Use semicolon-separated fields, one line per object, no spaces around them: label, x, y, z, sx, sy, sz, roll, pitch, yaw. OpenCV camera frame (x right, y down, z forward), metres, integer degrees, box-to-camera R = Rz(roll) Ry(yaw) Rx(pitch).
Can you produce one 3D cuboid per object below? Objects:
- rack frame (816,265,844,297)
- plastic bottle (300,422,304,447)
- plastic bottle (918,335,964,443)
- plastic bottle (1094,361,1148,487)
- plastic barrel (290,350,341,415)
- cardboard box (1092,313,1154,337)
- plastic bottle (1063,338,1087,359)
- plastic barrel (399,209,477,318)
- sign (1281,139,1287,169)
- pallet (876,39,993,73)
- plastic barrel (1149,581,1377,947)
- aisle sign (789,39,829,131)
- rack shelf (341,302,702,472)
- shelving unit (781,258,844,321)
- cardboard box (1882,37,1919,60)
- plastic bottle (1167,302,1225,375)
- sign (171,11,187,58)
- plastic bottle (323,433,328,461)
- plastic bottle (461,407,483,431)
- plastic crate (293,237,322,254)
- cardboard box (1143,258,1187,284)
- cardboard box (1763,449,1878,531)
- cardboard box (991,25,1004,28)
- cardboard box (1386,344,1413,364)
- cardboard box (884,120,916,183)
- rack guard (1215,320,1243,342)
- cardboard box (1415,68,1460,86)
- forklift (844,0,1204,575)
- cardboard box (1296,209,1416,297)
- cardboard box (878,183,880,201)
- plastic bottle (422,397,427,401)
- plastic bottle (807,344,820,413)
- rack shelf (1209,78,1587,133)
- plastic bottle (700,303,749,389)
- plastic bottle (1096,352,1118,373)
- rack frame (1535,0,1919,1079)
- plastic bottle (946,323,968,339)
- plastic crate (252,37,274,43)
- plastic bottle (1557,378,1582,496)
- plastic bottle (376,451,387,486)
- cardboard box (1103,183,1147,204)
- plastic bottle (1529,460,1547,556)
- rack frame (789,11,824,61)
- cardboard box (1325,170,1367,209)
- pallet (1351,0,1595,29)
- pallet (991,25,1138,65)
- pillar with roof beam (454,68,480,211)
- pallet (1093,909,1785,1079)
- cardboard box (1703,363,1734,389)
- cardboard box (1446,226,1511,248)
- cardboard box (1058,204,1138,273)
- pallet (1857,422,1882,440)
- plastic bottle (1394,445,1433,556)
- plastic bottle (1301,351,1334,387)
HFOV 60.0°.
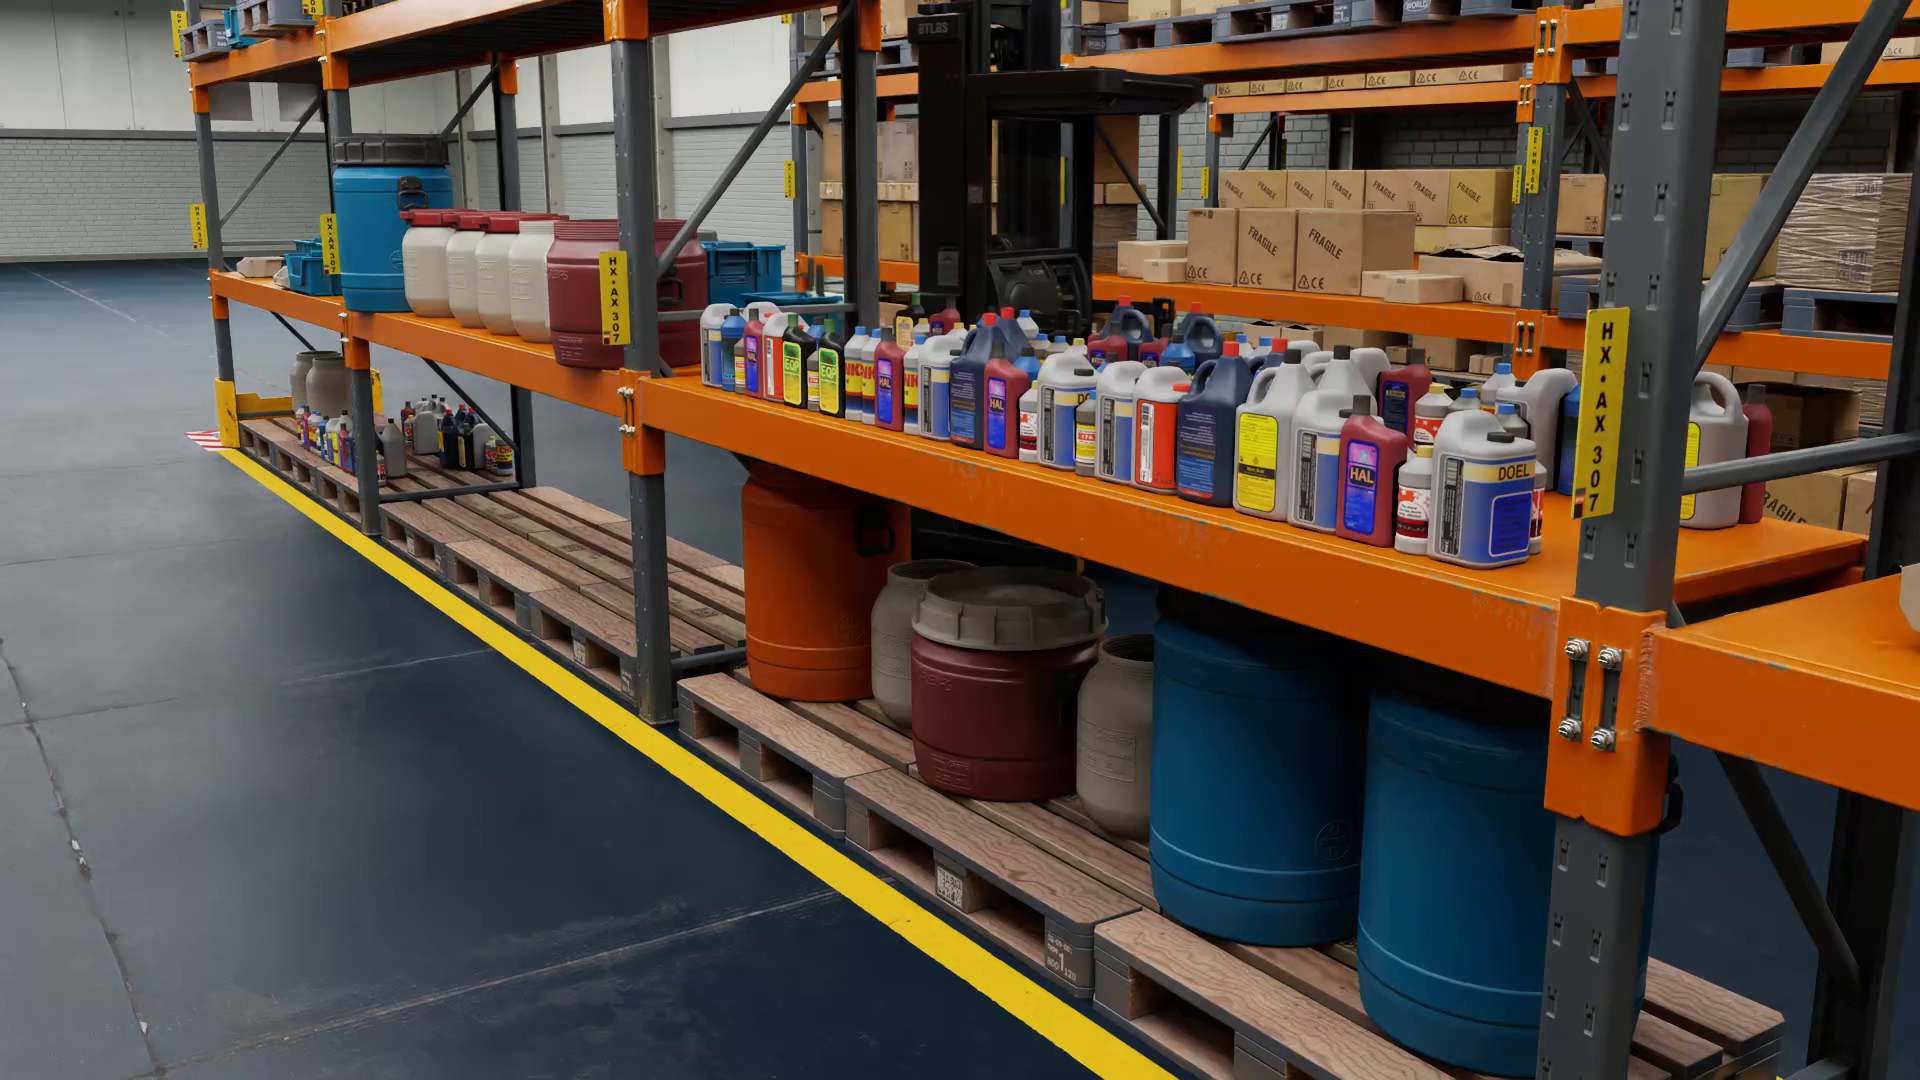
rack frame;-0.659;-0.871;9.834;0.400;1.500;0.023;-9;15;-34
plastic bottle;-4.390;-0.730;11.200;0.097;0.201;0.097;0;12;0
plastic bottle;-0.021;-0.415;4.528;0.152;0.276;0.135;-8;15;-33
plastic bottle;0.413;-0.276;3.892;0.152;0.276;0.135;-8;15;-33
plastic barrel;-4.764;-1.142;12.402;0.421;0.512;0.421;0;12;0
cardboard box;1.153;-1.482;12.816;0.500;0.500;0.500;-8;15;-33
plastic bottle;0.374;-0.534;5.247;0.097;0.201;0.097;0;12;0
plastic barrel;-2.628;-1.419;8.511;0.433;0.535;0.433;0;12;0
sign;3.528;-4.215;18.164;0.100;0.325;0.005;-8;15;-33
pallet;-0.016;-3.922;13.460;1.003;0.211;1.213;-8;15;-33
plastic barrel;0.777;0.469;4.123;0.600;0.901;0.708;-8;15;-33
aisle sign;-1.358;-4.091;14.963;0.394;0.787;0.004;-8;15;-33
rack shelf;-1.868;-0.842;7.872;1.077;0.370;4.000;-8;15;-33
shelving unit;-0.869;-0.935;10.127;0.431;1.500;0.755;-9;15;-34
cardboard box;6.864;-3.538;11.658;0.500;0.311;0.500;-8;15;-33
plastic bottle;0.683;-0.499;4.736;0.144;0.351;0.185;-8;15;-33
sign;-5.653;-3.665;12.060;0.100;0.325;0.005;-8;15;-33
plastic bottle;-4.033;-0.616;10.676;0.097;0.201;0.097;0;12;0
plastic bottle;-3.078;-0.662;10.539;0.144;0.351;0.185;-8;14;-31
plastic crate;-4.666;-2.134;12.446;0.499;0.251;0.616;-8;15;-33
cardboard box;1.470;-1.830;11.296;0.380;0.149;0.250;-8;15;-33
cardboard box;3.949;-0.120;7.709;0.500;0.500;0.500;-8;15;-34
cardboard box;0.254;-3.933;12.580;0.380;0.149;0.250;-8;15;-33
cardboard box;4.402;-1.830;16.354;0.380;0.149;0.250;-10;16;-37
cardboard box;-0.213;-3.252;13.940;0.700;0.500;0.500;-8;15;-33
rack guard;3.097;-2.198;18.243;1.175;0.500;0.348;-8;15;-33
cardboard box;4.516;-4.397;15.146;0.500;0.500;0.500;-10;16;-37
forklift;0.595;-1.348;8.667;3.031;2.935;1.130;8;15;34
cardboard box;2.423;-1.768;10.192;0.500;0.500;0.500;-9;15;-36
cardboard box;-0.605;-2.980;14.214;0.380;0.149;0.250;-8;15;-34
plastic bottle;-3.730;-0.855;11.577;0.061;0.283;0.133;-8;14;-31
plastic bottle;-0.417;-0.495;5.070;0.097;0.201;0.097;0;12;0
rack shelf;4.163;-4.191;16.167;1.077;0.370;4.000;-8;15;-33
plastic bottle;-0.789;-0.661;5.655;0.152;0.276;0.135;-8;15;-33
plastic bottle;0.378;-0.333;4.163;0.097;0.271;0.097;0;12;0
rack frame;1.454;-0.125;2.914;0.949;2.616;0.053;-8;15;-33
plastic bottle;-0.004;-0.655;5.801;0.097;0.201;0.097;0;12;0
plastic crate;-4.202;-3.123;10.216;0.243;0.136;0.396;-8;15;-33
plastic bottle;1.401;-0.238;3.730;0.097;0.271;0.097;0;12;0
plastic bottle;-3.436;-0.424;9.800;0.097;0.201;0.097;0;12;0
cardboard box;1.162;-2.571;12.344;0.380;0.149;0.250;-8;15;-33
plastic bottle;1.062;-0.079;3.165;0.097;0.201;0.097;0;12;0
rack frame;-1.067;-5.776;14.712;1.000;3.000;0.127;-8;15;-33
cardboard box;3.912;-3.343;16.176;0.500;0.500;0.500;-8;14;-31
pallet;2.915;-2.906;9.050;1.213;0.211;1.003;-7;14;-30
pallet;0.656;-3.705;12.469;1.003;0.211;1.213;-8;15;-33
pillar with roof beam;-16.042;-11.167;39.363;9.100;9.000;0.548;-8;15;-33
pallet;1.064;1.094;3.864;1.003;0.211;1.213;-8;15;-33
cardboard box;6.270;-1.405;13.585;0.700;0.500;0.500;-8;15;-32
cardboard box;4.757;-2.706;15.019;0.500;0.250;0.500;-8;15;-33
cardboard box;0.899;-2.261;12.447;0.700;0.500;0.500;-9;15;-34
pallet;7.056;-0.787;12.466;1.003;0.211;1.213;-8;15;-33
plastic bottle;0.882;-0.078;3.162;0.097;0.201;0.097;0;12;0
plastic bottle;0.877;-0.339;4.183;0.152;0.276;0.135;-8;15;-33
